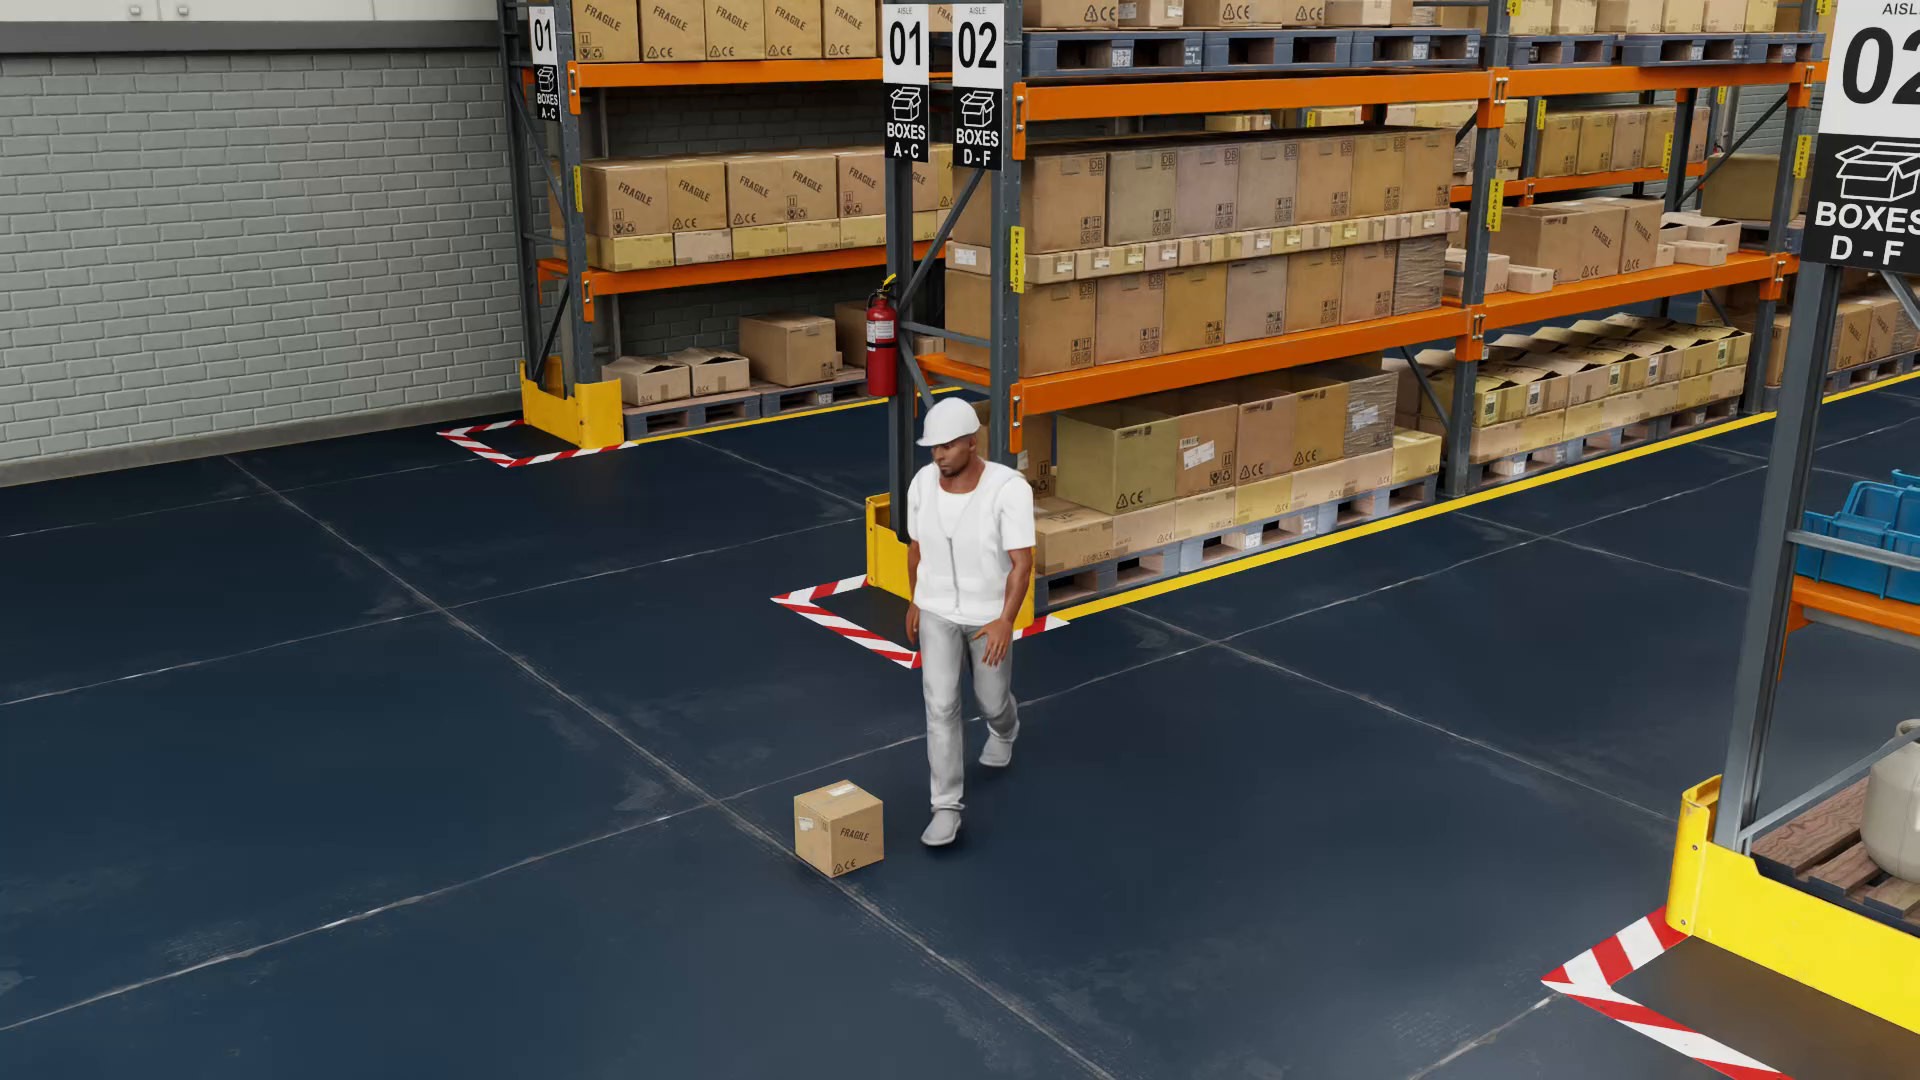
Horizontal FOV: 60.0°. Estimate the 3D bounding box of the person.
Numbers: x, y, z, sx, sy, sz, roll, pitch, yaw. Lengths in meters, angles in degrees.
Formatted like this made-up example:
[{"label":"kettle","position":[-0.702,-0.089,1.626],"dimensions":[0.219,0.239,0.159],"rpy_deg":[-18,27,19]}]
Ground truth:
[{"label":"person","position":[0.031,0.276,6.667],"dimensions":[0.574,1.741,0.928],"rpy_deg":[5,18,14]}]
